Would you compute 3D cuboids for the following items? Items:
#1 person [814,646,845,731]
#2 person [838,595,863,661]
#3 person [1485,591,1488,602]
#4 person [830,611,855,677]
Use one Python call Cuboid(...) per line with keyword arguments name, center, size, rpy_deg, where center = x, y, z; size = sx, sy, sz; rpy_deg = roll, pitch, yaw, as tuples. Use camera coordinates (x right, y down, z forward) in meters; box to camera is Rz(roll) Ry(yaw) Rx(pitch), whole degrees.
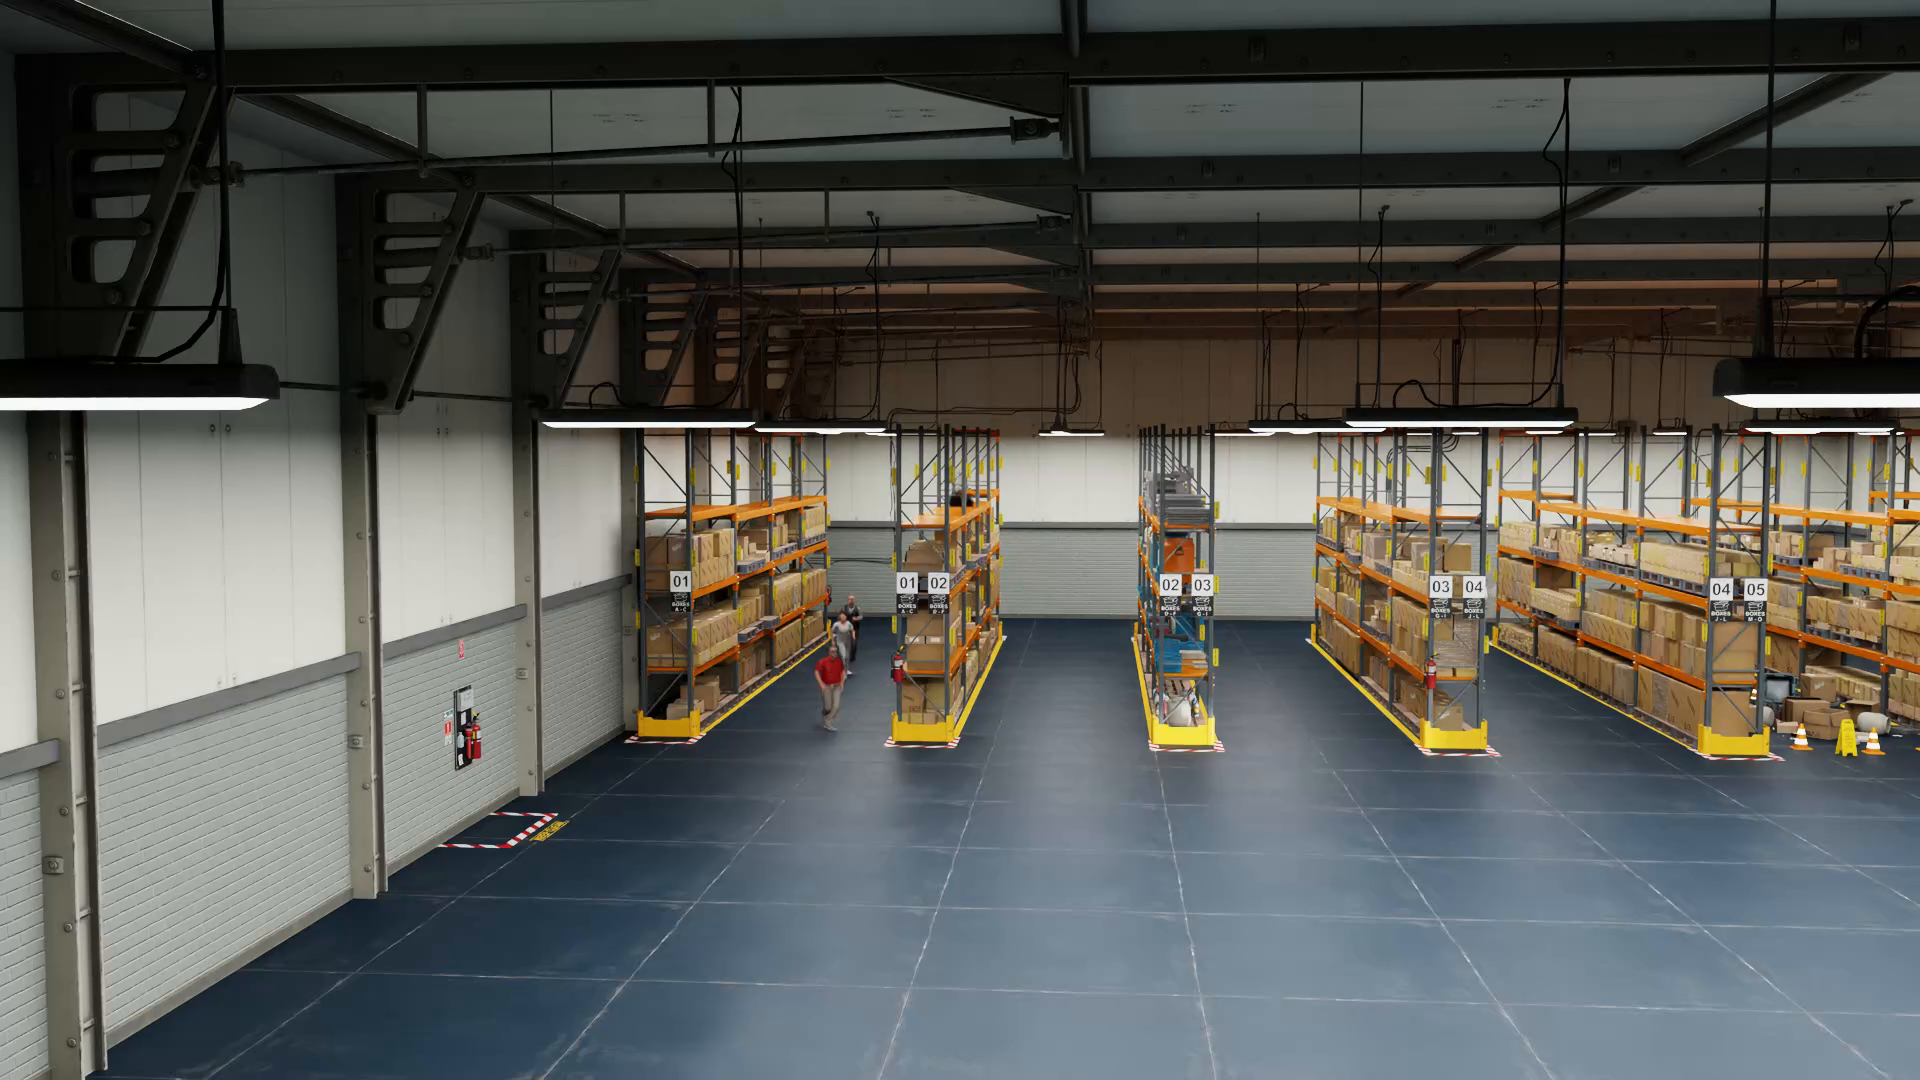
Cuboid(name="person", center=(-2.573, 2.905, 32.749), size=(0.661, 1.670, 0.572), rpy_deg=(-2, 4, -26))
Cuboid(name="person", center=(-2.790, 2.290, 42.392), size=(0.641, 1.748, 0.724), rpy_deg=(0, 3, -6))
Cuboid(name="person", center=(14.702, 1.956, 47.373), size=(0.638, 1.747, 0.658), rpy_deg=(3, 5, 43))
Cuboid(name="person", center=(-2.778, 2.512, 40.095), size=(0.580, 1.627, 0.782), rpy_deg=(-3, 4, -39))
